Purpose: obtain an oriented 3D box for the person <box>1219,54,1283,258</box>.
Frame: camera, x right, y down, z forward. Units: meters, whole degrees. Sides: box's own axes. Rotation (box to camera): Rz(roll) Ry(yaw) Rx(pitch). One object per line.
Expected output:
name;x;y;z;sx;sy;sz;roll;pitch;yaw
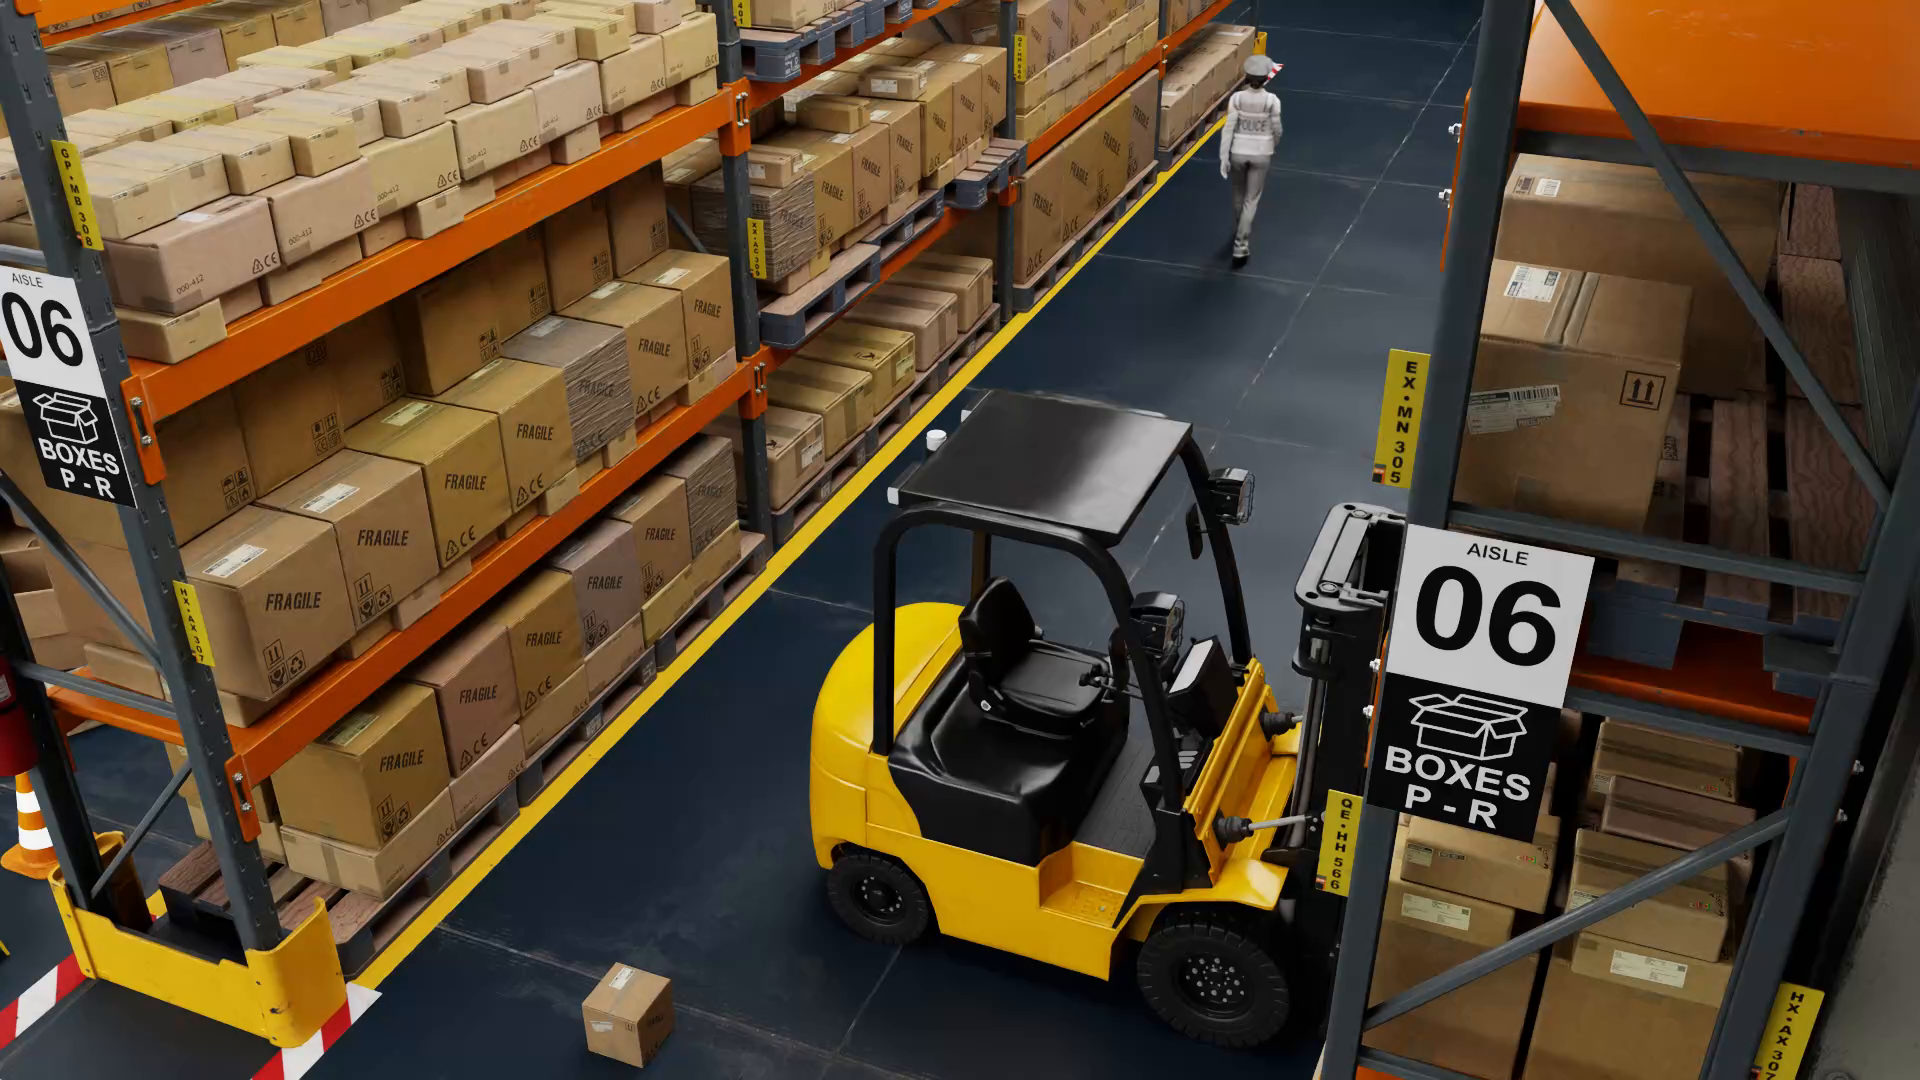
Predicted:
person;2.473;-3.289;14.076;0.475;1.628;0.998;12;32;20
